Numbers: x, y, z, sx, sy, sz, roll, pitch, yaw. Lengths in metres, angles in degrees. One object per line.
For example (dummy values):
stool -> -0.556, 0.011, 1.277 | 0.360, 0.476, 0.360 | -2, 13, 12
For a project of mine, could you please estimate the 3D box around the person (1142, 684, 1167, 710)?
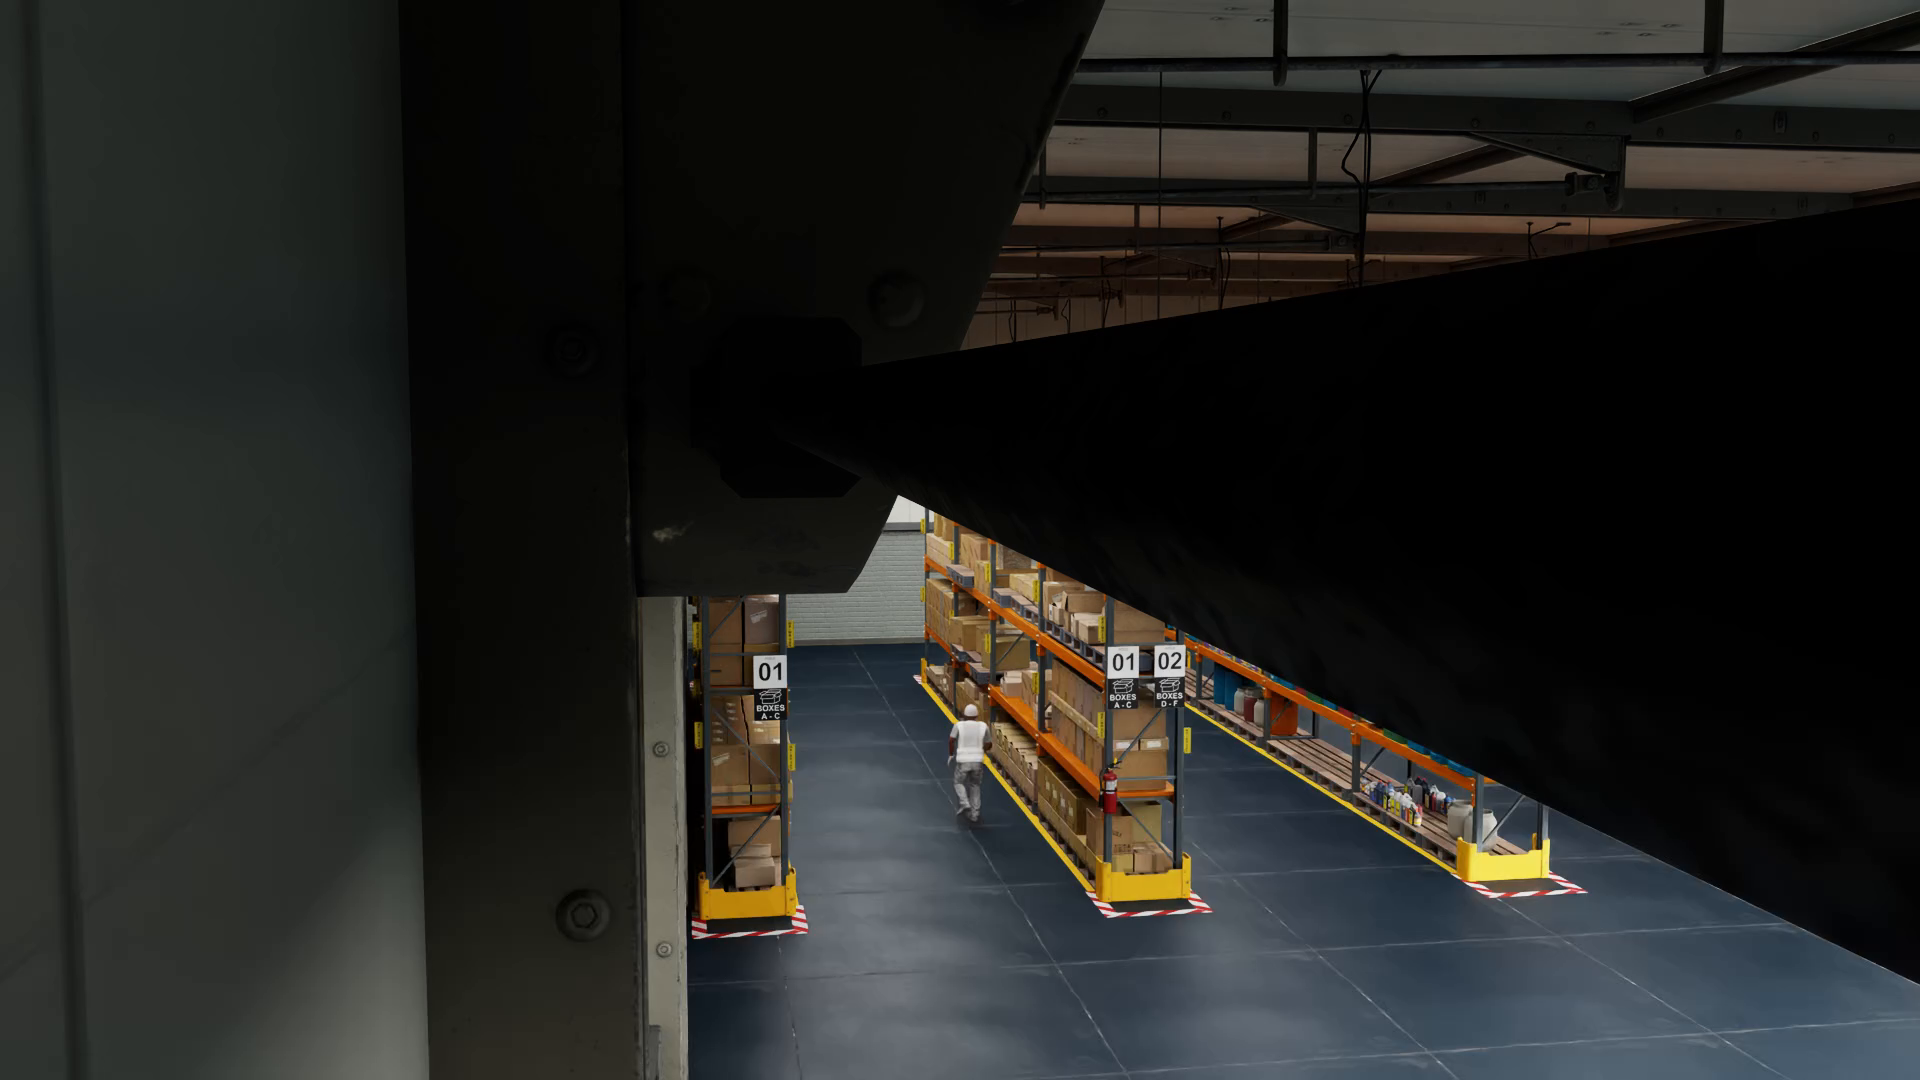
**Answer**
person -> 3.480, 2.914, 29.643 | 0.549, 1.644, 0.558 | 1, 5, 11

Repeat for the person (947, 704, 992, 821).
person -> 0.149, 3.313, 24.890 | 0.685, 1.675, 0.786 | -1, 5, -7
